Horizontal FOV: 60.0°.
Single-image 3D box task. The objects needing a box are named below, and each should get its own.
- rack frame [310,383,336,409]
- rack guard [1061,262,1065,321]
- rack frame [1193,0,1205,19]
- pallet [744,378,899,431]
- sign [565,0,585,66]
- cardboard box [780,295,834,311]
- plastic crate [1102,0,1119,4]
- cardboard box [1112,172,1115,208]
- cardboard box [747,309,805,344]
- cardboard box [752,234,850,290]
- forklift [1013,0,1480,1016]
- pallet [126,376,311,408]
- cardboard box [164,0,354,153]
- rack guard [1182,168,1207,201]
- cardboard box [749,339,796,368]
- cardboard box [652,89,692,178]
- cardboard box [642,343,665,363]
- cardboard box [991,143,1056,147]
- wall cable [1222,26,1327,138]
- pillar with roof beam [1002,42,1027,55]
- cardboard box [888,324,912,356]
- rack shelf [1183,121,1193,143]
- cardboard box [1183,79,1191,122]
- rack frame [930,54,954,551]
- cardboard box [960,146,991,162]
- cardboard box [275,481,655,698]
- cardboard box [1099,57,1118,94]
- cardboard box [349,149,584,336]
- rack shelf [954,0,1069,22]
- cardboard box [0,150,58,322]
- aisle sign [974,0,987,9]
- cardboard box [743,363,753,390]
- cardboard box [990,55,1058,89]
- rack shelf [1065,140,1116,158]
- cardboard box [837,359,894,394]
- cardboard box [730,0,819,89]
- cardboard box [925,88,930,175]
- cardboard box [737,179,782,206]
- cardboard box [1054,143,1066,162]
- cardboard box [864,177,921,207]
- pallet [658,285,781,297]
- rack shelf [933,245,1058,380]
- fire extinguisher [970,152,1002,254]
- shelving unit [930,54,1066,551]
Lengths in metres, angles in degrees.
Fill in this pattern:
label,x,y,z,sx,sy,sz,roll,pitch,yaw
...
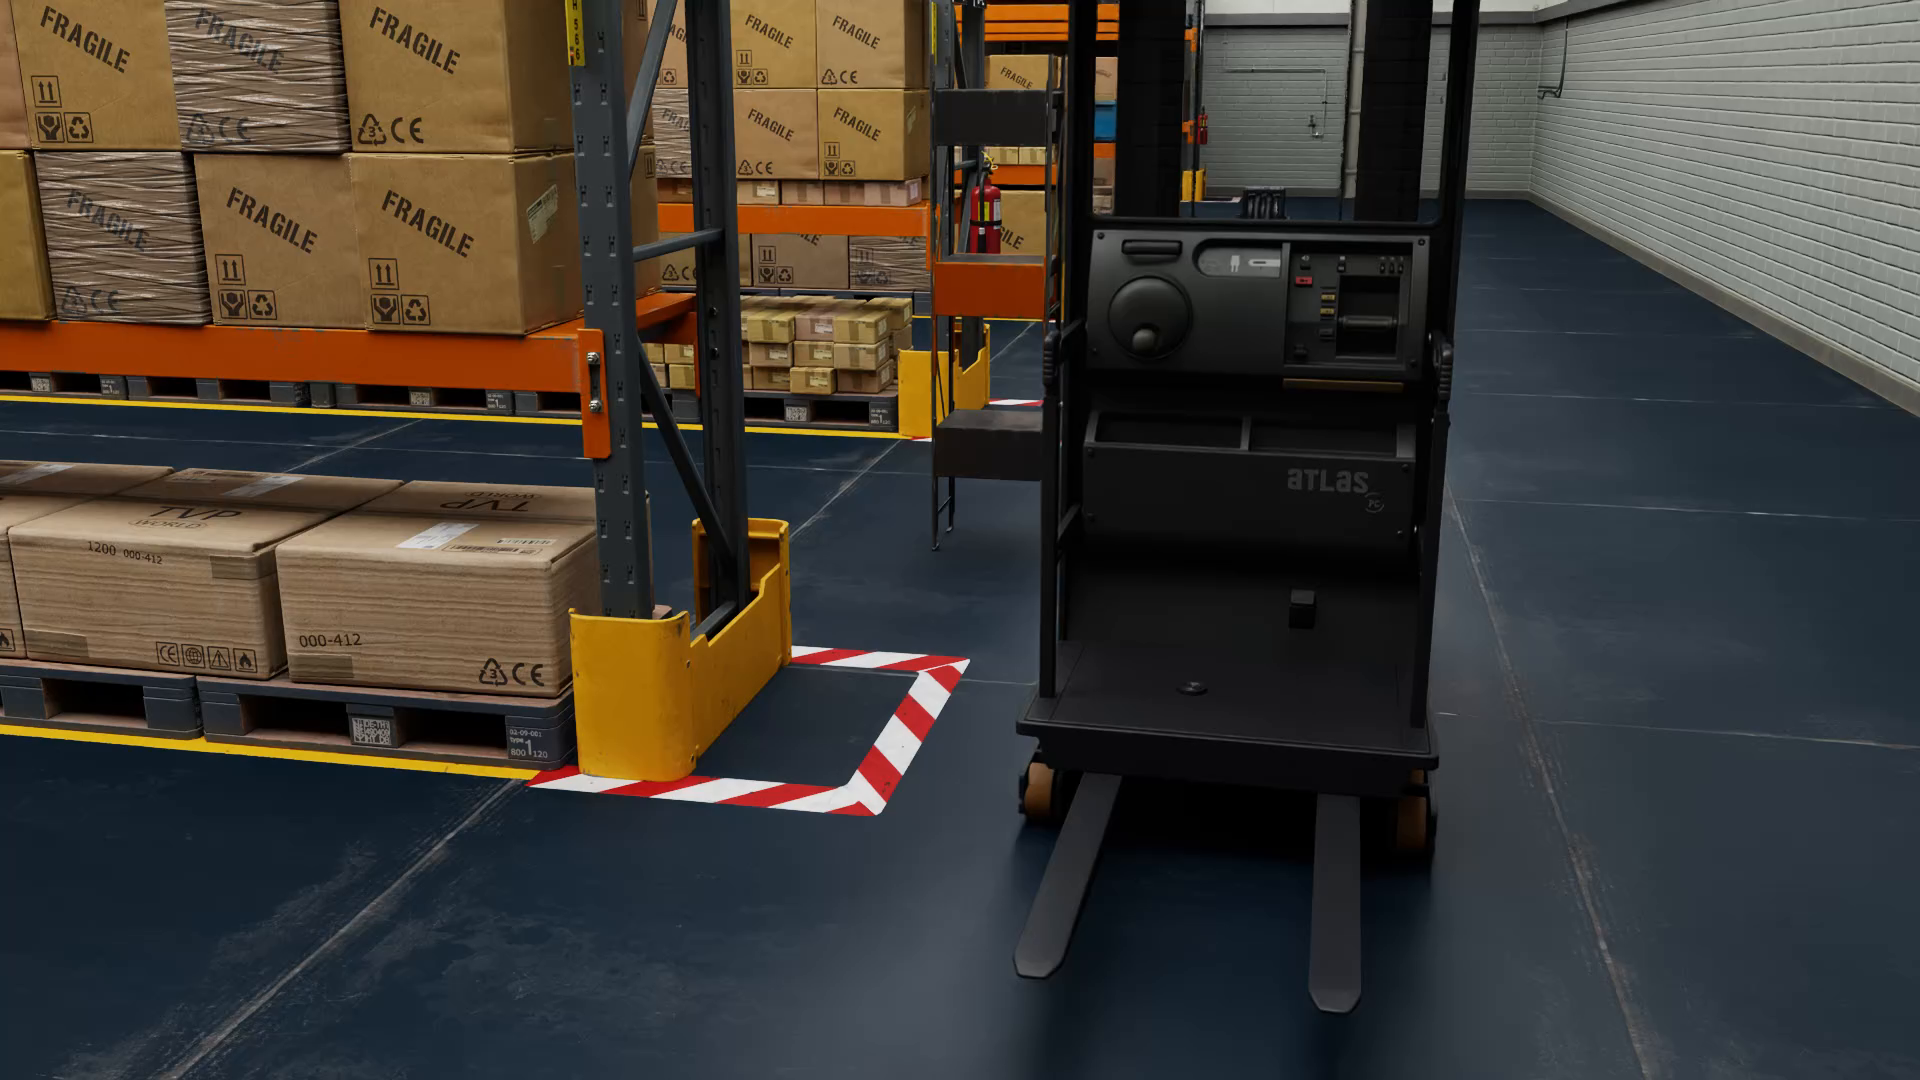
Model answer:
label,x,y,z,sx,sy,sz,roll,pitch,yaw
rack frame,-3.930,-2.403,10.548,0.127,3.000,1.000,3,16,11
rack guard,1.101,-2.276,14.773,0.348,0.500,1.175,3,16,11
rack frame,4.039,-10.261,27.677,0.127,3.000,1.000,3,16,11
pallet,-0.874,-0.903,10.356,1.213,0.211,1.003,3,16,11
sign,-1.019,-1.421,4.389,0.005,0.325,0.100,3,16,11
cardboard box,-0.971,-1.452,10.555,0.250,0.149,0.380,3,16,11
plastic crate,1.743,-6.254,19.076,0.590,0.269,0.497,3,16,11
cardboard box,2.473,-5.045,23.946,0.500,0.500,0.500,3,16,11
cardboard box,-1.093,-1.276,9.919,0.250,0.149,0.380,3,16,10
cardboard box,-1.330,-2.770,15.065,0.875,0.875,0.875,3,16,11
forklift,0.781,-0.677,4.444,1.130,2.935,3.031,3,16,12
pallet,-4.693,-1.100,11.068,1.213,0.211,1.003,3,16,11
cardboard box,-1.935,-1.403,4.879,0.500,0.500,0.500,3,16,11
rack guard,4.062,-6.164,28.807,0.348,0.500,1.175,3,16,11
cardboard box,-1.094,-1.143,9.994,0.250,0.149,0.380,2,16,9
cardboard box,-1.504,-2.391,9.762,0.500,0.500,0.500,3,16,11
cardboard box,-1.851,-1.185,10.148,0.250,0.149,0.380,4,16,14
cardboard box,0.550,-3.510,14.267,0.500,0.250,0.500,3,16,10
wall cable,5.482,-8.039,28.990,1.851,1.984,0.084,3,16,11
pillar with roof beam,0.119,-9.536,25.062,0.400,9.000,9.100,3,16,11
cardboard box,-0.472,-1.257,10.407,0.250,0.149,0.380,4,16,13
rack shelf,2.079,-7.129,28.958,4.000,0.370,1.077,3,16,11
cardboard box,3.537,-7.539,28.526,0.700,0.700,0.980,4,16,14
rack frame,-0.077,-1.016,7.227,0.015,2.100,0.400,3,16,11
cardboard box,0.161,-3.321,14.333,0.250,0.149,0.380,3,16,11
cardboard box,-1.564,0.134,5.404,0.875,0.438,0.875,3,16,9
cardboard box,2.069,-6.582,23.574,0.500,0.500,0.500,4,16,13
cardboard box,-1.423,-0.894,4.915,0.500,0.500,0.500,3,16,11
rack shelf,-0.882,-4.688,14.524,4.000,0.370,1.077,3,16,11
cardboard box,-2.926,-0.974,5.202,0.500,0.500,0.500,4,16,13
aisle sign,0.121,-3.518,9.702,0.004,0.787,0.394,3,16,11
cardboard box,-1.326,-1.026,10.129,0.250,0.149,0.380,3,16,12
cardboard box,0.548,-3.872,14.170,0.500,0.500,0.500,3,16,12
rack shelf,0.105,-4.538,19.602,4.000,0.370,1.077,3,16,11
cardboard box,-0.567,-0.992,10.008,0.250,0.149,0.380,3,16,12
cardboard box,-1.005,-2.850,9.543,0.500,0.500,0.500,3,16,9
cardboard box,-0.395,-2.478,10.074,0.500,0.500,0.500,4,16,14
cardboard box,-1.125,-2.052,9.753,0.250,0.149,0.380,4,16,13
cardboard box,0.795,-3.466,14.858,0.250,0.149,0.380,3,16,12
cardboard box,-0.386,-2.012,9.609,0.250,0.149,0.380,3,16,11
pallet,-2.113,-2.290,15.365,1.213,0.211,1.003,3,16,11
rack shelf,0.162,-0.990,7.184,0.480,0.518,0.431,3,16,11
fire extinguisher,0.145,-1.839,9.355,0.183,0.674,0.296,3,16,11
shelving unit,0.162,-1.003,7.180,0.503,2.100,0.431,3,16,11
